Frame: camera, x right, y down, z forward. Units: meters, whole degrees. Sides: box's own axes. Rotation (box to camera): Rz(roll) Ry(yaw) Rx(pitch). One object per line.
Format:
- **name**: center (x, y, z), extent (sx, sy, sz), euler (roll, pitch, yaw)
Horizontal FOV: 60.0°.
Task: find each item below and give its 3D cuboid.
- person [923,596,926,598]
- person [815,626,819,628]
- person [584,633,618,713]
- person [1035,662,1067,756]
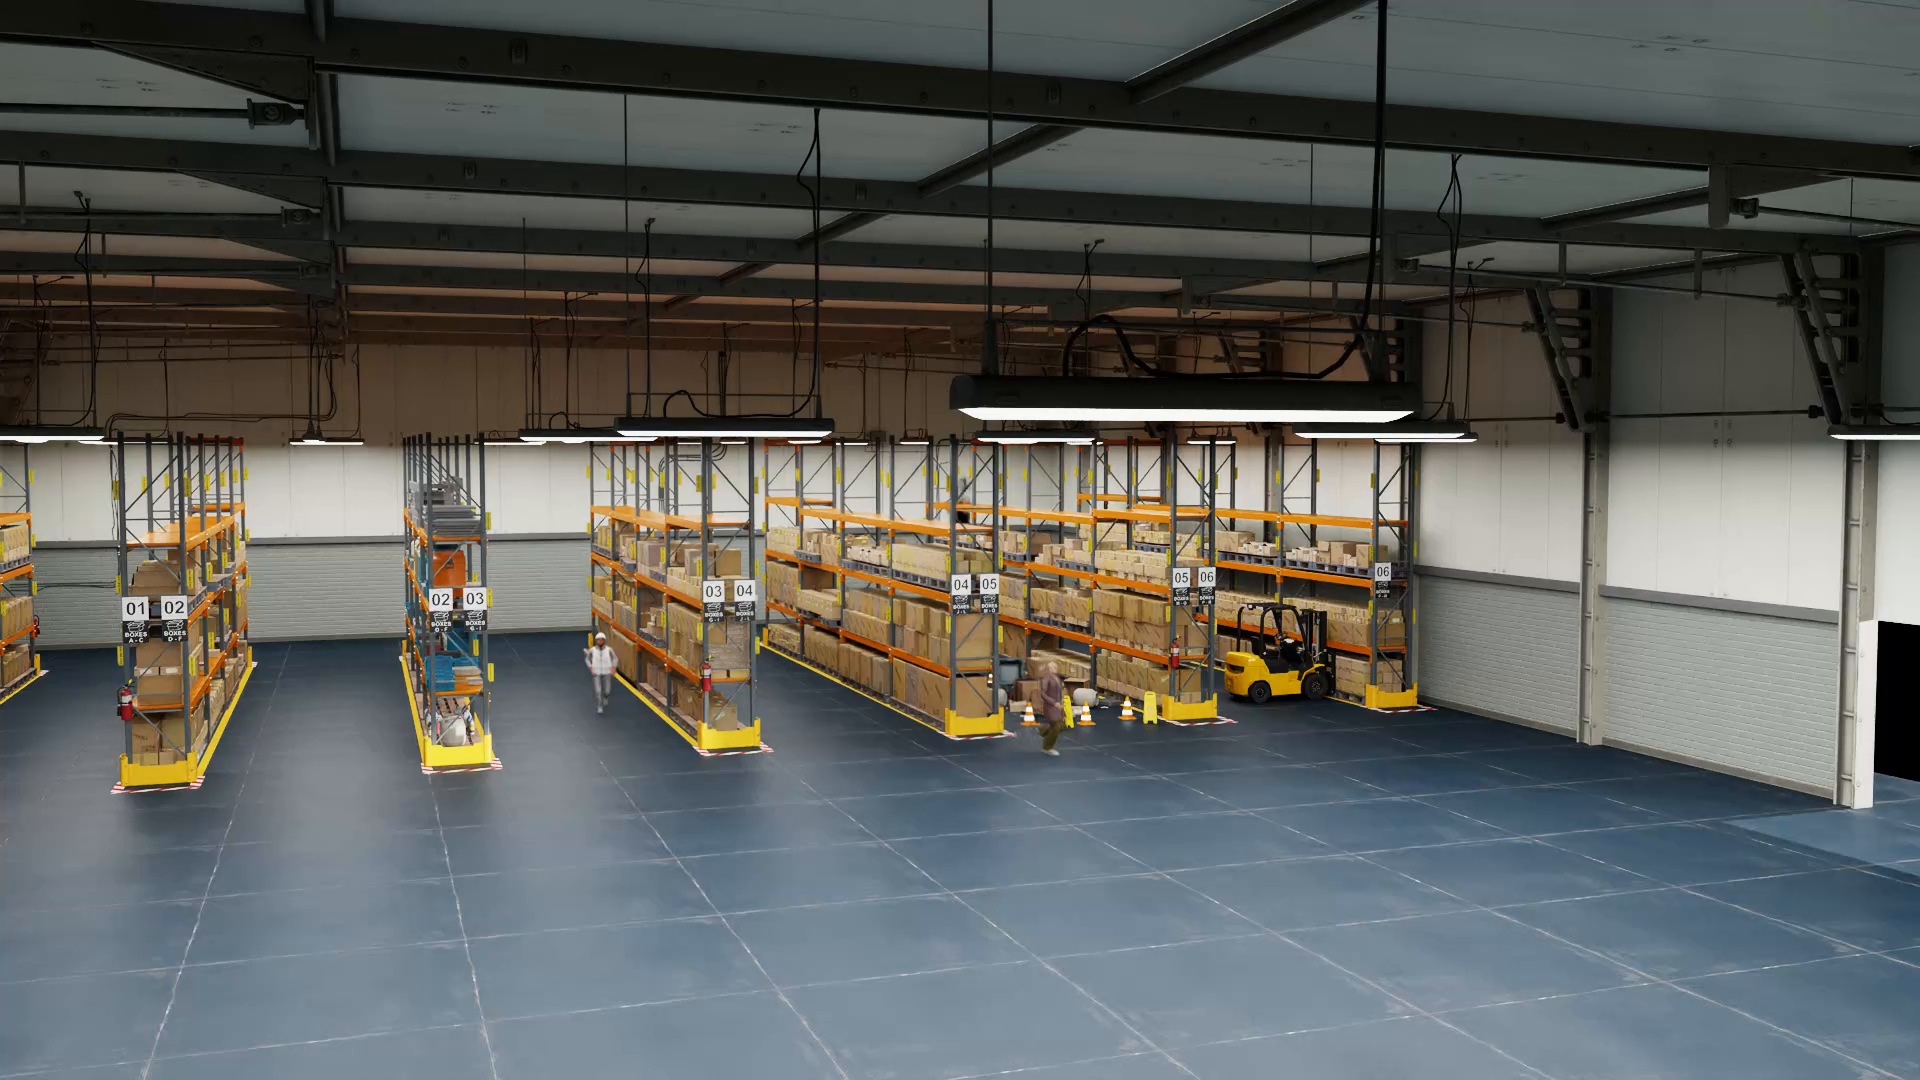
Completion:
- **person**: center (-1.002, 2.002, 51.463), extent (0.938, 1.667, 0.697), euler (1, 3, 15)
- **person**: center (-4.159, 2.128, 50.184), extent (0.851, 1.650, 0.579), euler (-1, 3, -25)
- **person**: center (-7.760, 2.865, 35.965), extent (0.705, 1.729, 0.614), euler (-1, 3, -16)
- **person**: center (1.698, 3.141, 31.085), extent (0.706, 1.750, 0.729), euler (2, 4, 33)
